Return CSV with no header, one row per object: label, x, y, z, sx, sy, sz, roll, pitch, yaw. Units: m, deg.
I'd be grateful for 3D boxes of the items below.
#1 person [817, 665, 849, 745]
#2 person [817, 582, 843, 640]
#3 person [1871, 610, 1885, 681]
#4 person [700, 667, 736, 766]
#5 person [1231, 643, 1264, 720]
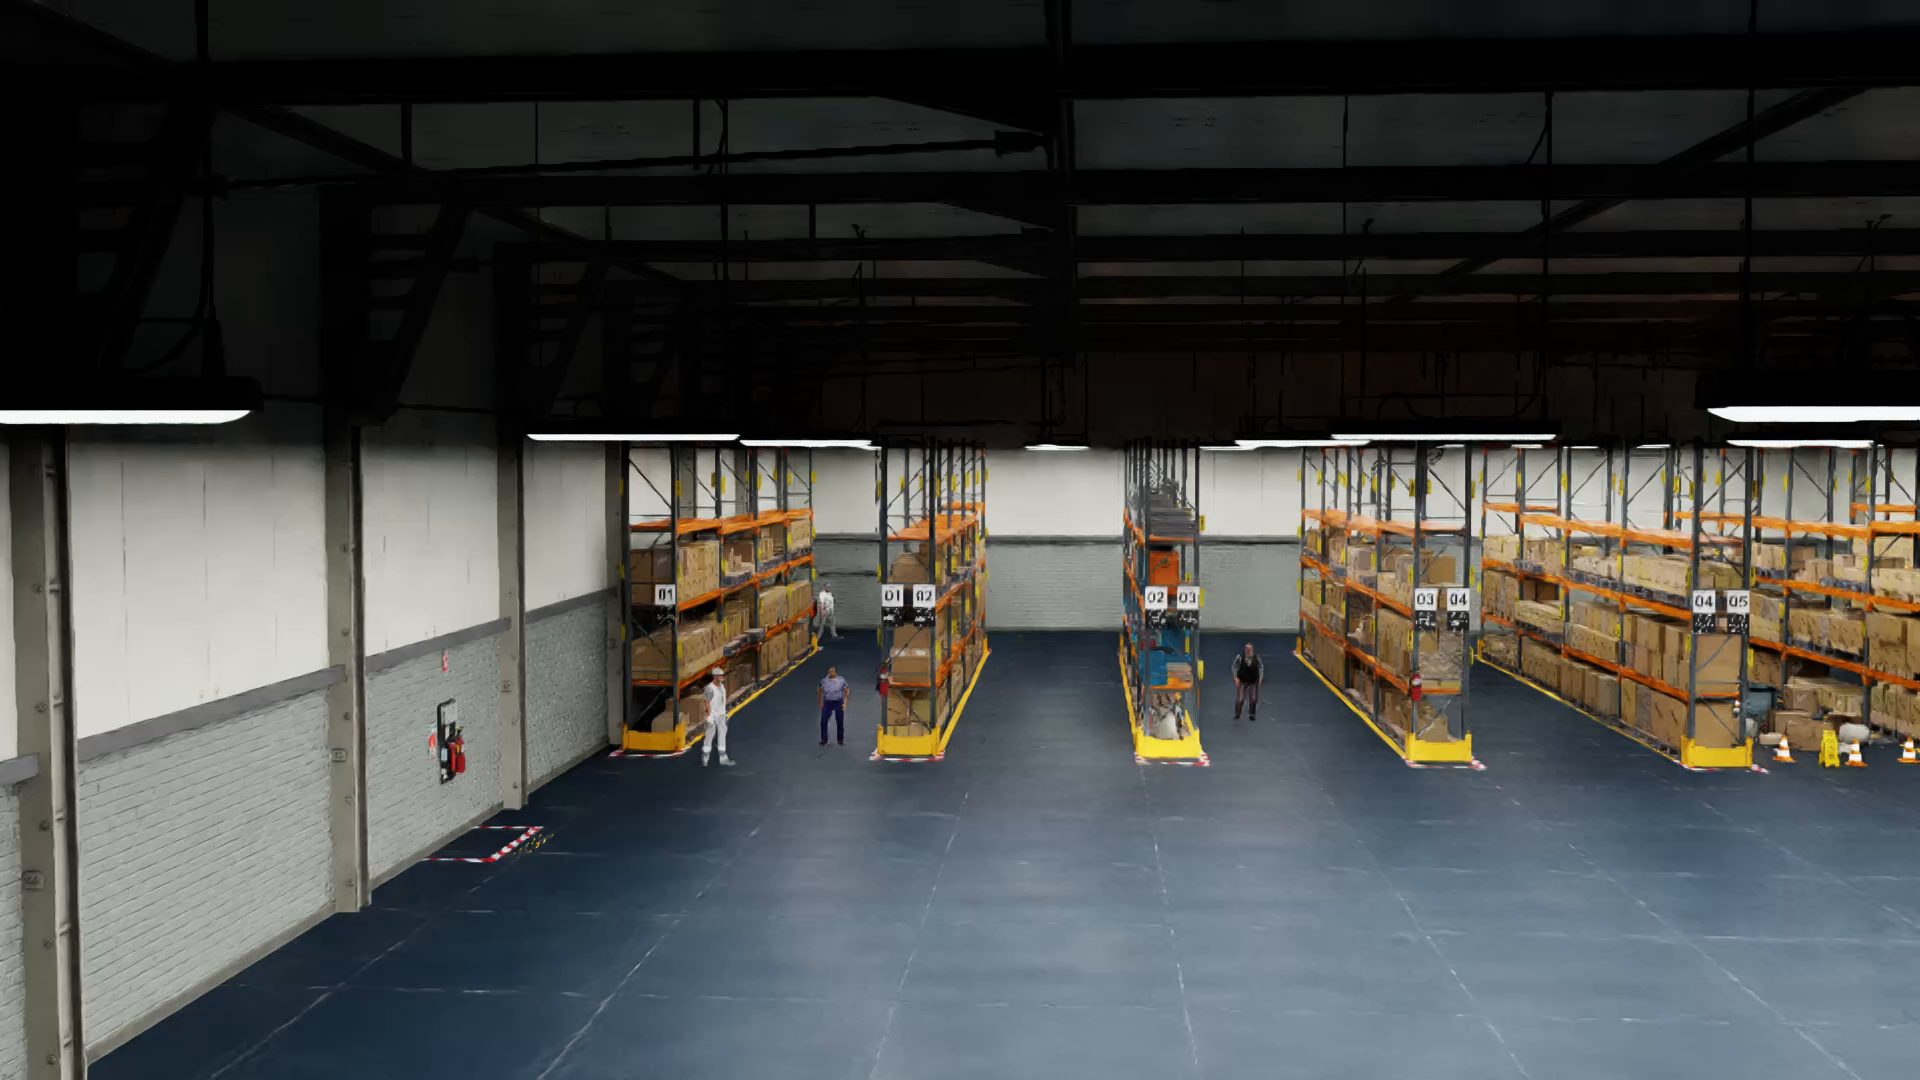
person,-2.472,3.201,32.362,0.625,1.596,0.510,0,3,2
person,-3.998,2.148,50.258,0.587,1.753,0.770,3,4,43
person,22.764,2.615,41.193,0.649,1.772,0.699,1,3,23
person,-4.430,3.206,30.208,0.485,1.795,0.632,2,4,33
person,6.108,3.003,35.335,0.677,1.674,0.534,0,3,2
